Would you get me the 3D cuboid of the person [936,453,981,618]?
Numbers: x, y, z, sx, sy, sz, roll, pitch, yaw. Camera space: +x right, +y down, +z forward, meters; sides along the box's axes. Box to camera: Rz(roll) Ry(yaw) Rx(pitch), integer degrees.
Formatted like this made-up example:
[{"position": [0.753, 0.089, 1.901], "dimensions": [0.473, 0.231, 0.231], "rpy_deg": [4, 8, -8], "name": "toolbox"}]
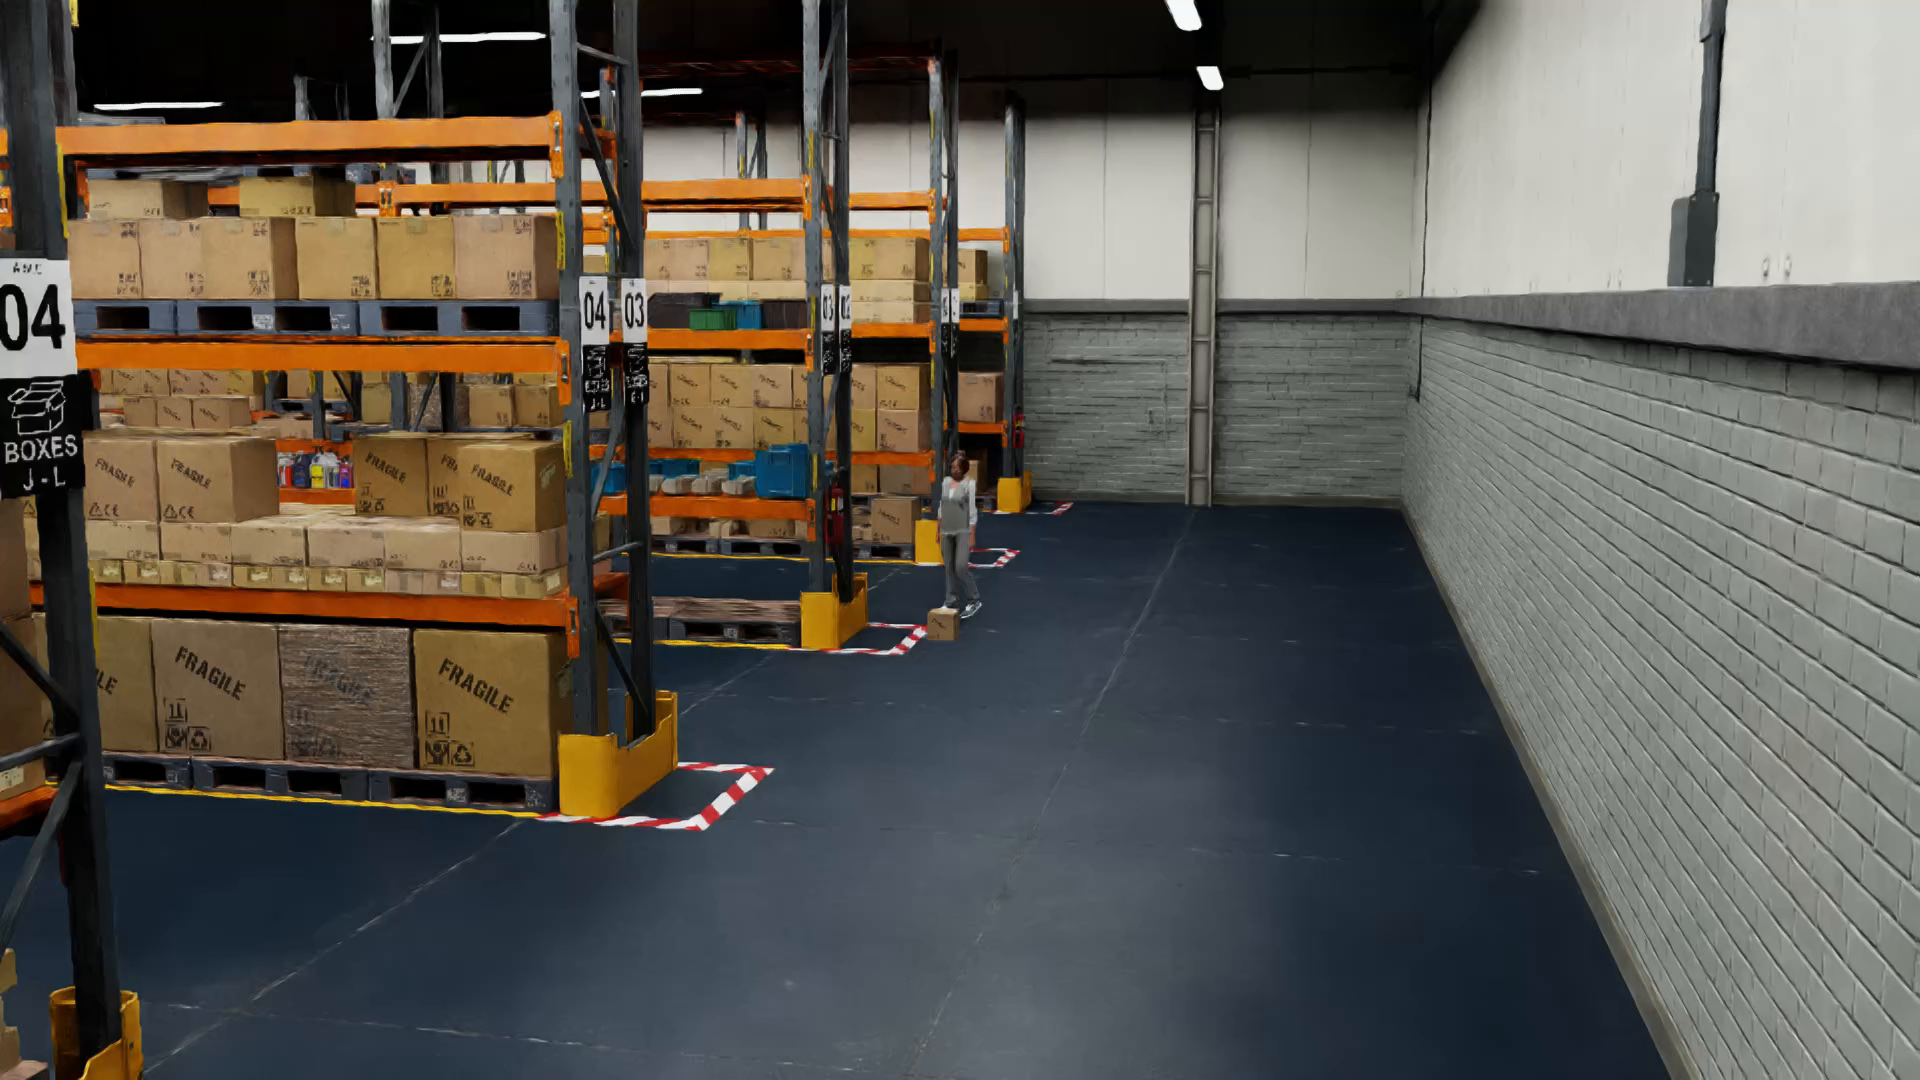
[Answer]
[{"position": [-0.048, -0.050, 16.149], "dimensions": [0.451, 1.597, 0.347], "rpy_deg": [5, 10, 34], "name": "person"}]
